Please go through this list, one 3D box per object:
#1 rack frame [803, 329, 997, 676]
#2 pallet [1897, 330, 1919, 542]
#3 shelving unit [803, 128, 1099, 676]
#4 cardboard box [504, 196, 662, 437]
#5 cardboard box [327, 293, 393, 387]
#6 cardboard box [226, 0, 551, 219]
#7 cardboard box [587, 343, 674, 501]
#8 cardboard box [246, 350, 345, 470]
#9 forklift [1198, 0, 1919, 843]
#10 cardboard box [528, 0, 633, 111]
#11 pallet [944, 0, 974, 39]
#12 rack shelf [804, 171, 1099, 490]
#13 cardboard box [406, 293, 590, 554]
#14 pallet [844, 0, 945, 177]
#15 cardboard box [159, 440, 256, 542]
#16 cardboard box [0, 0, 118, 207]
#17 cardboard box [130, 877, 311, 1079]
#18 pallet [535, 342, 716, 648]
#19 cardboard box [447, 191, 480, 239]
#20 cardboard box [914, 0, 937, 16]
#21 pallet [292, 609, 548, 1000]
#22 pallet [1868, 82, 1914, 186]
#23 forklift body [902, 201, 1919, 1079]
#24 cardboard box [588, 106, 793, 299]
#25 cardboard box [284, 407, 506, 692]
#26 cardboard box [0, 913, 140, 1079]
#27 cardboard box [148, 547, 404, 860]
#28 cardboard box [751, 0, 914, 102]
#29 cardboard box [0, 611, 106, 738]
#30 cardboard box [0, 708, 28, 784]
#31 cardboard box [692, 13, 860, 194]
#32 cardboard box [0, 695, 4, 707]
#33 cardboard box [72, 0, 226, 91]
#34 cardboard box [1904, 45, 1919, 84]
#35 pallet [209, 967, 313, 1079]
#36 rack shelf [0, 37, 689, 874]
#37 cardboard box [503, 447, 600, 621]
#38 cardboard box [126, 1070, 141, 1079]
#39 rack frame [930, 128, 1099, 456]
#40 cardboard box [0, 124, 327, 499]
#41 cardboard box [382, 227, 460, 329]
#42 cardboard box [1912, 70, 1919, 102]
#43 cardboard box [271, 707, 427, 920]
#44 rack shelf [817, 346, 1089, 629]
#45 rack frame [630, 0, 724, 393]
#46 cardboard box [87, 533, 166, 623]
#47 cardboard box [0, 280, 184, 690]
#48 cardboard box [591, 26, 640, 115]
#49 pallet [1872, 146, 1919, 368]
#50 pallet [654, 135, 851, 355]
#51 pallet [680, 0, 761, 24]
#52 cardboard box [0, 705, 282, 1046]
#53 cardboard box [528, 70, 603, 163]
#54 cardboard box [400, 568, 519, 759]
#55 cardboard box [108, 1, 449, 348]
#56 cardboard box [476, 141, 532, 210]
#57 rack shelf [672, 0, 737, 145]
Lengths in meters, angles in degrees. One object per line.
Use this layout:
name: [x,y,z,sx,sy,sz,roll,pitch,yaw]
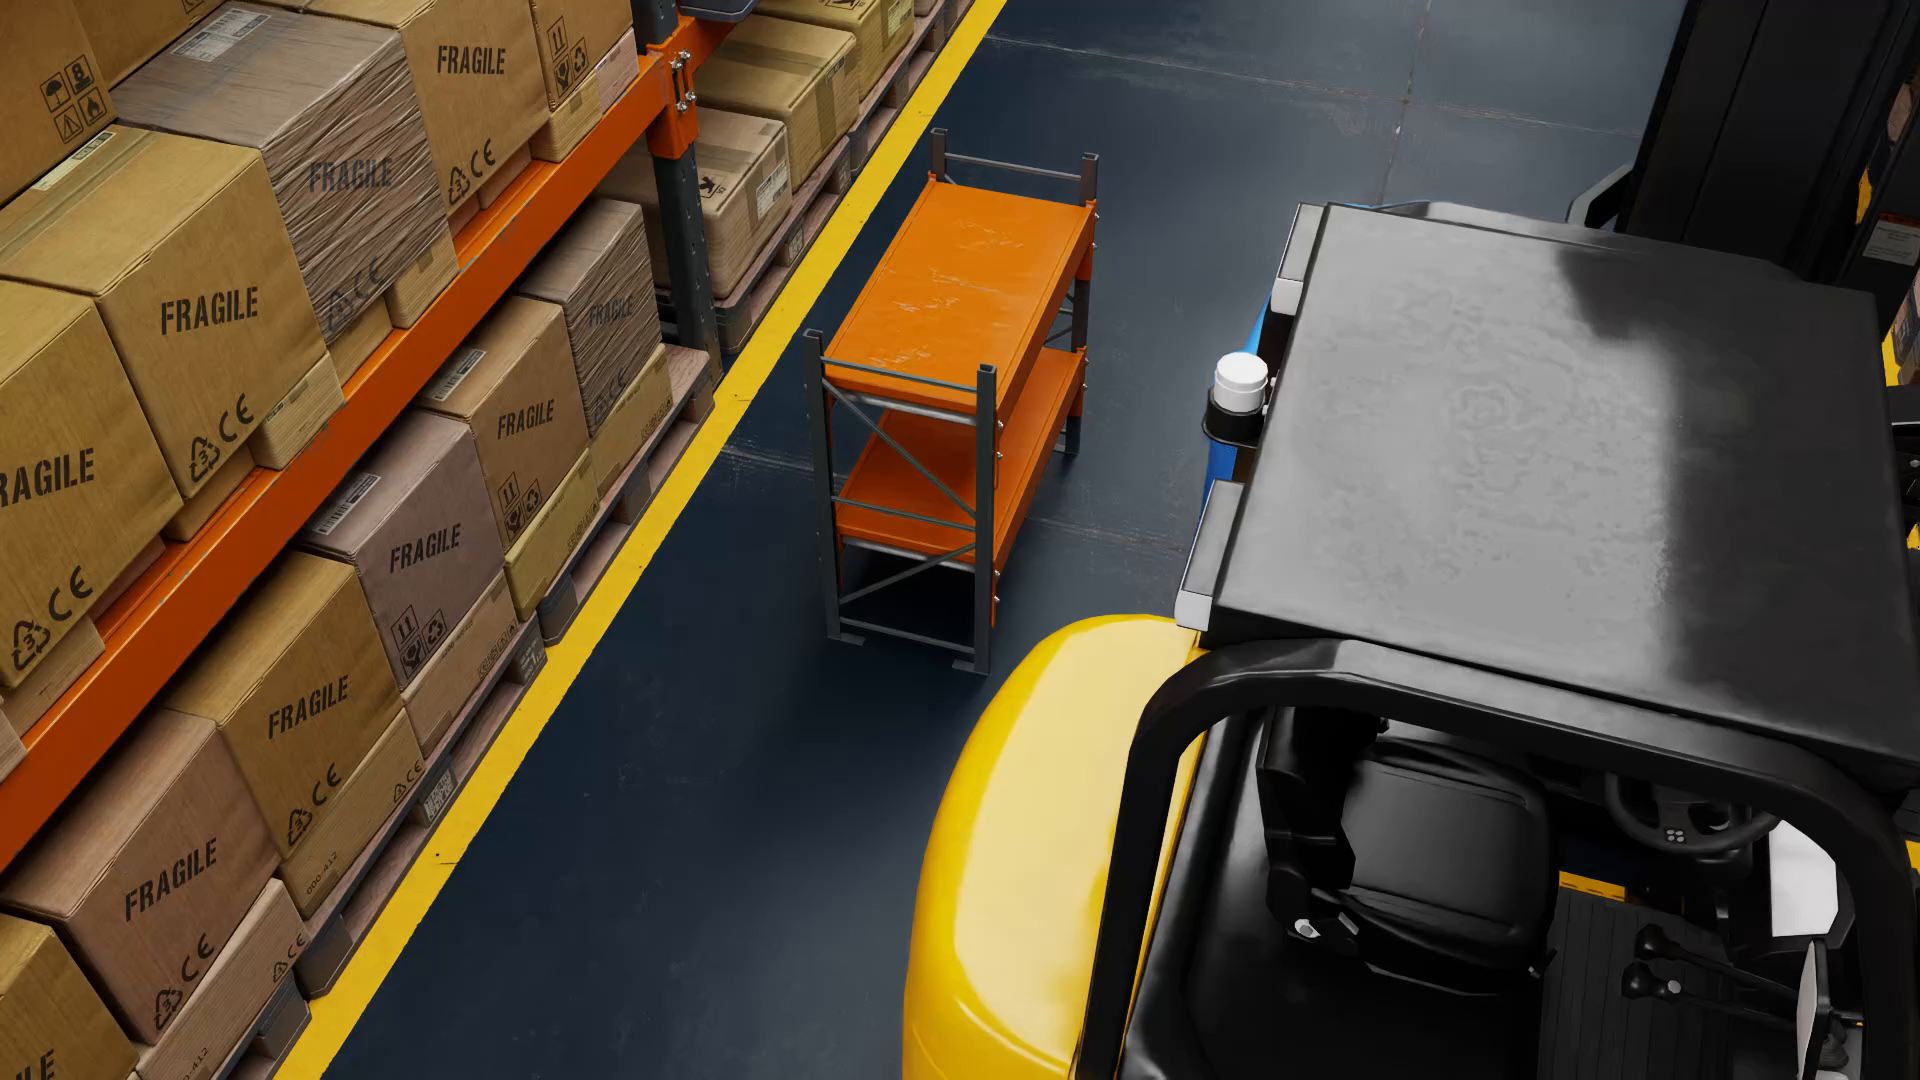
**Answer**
rack frame: [-0.152,-0.068,4.515,0.500,1.125,0.032,13,46,13]
pallet: [3.595,-0.164,5.266,1.003,0.211,1.213,13,46,13]
shelving unit: [0.002,-0.407,4.861,0.538,1.125,1.048,13,46,13]
cardboard box: [-1.246,-0.694,4.944,0.500,0.500,0.500,12,46,12]
cardboard box: [-1.540,-0.499,3.795,0.380,0.149,0.250,12,46,12]
cardboard box: [-1.370,-1.158,4.005,0.500,0.500,0.500,14,46,14]
cardboard box: [-1.246,-0.426,5.206,0.500,0.250,0.500,14,46,14]
cardboard box: [-1.584,-0.320,3.612,0.380,0.149,0.250,13,46,13]
forklift: [2.182,-0.512,3.678,3.031,2.935,1.130,16,47,16]
cardboard box: [-1.220,-1.503,4.357,0.500,0.500,0.500,11,46,11]
pallet: [-0.350,-2.859,8.021,1.003,0.211,1.213,13,46,13]
rack shelf: [0.002,-0.616,4.656,0.538,0.278,1.000,13,46,13]
cardboard box: [-1.399,-0.355,4.597,0.500,0.500,0.500,13,46,13]
pallet: [-0.721,-2.048,7.192,1.003,0.211,1.213,13,46,13]
cardboard box: [-1.716,-0.165,3.453,0.380,0.149,0.250,11,46,11]
cardboard box: [-2.087,-0.930,3.057,0.700,0.500,0.500,12,46,12]
cardboard box: [-1.865,0.971,3.778,0.500,0.250,0.500,14,46,14]
pallet: [-1.492,-0.258,5.363,1.003,0.211,1.213,13,46,13]
cardboard box: [-1.441,-0.853,4.157,0.380,0.149,0.250,12,46,12]
cardboard box: [-0.508,-2.719,7.462,0.950,0.372,0.625,12,46,12]
pallet: [-1.860,0.558,4.529,1.003,0.211,1.213,13,46,13]
pallet: [4.334,-1.790,6.928,1.003,0.211,1.213,13,46,13]
forklift body: [1.033,0.658,3.039,2.313,2.155,1.214,13,46,13]
cardboard box: [-1.166,-1.271,5.983,0.950,0.372,0.625,13,46,13]
cardboard box: [-1.552,-0.014,4.249,0.500,0.500,0.500,15,46,15]
cardboard box: [-2.020,1.026,3.186,0.500,0.500,0.500,11,45,11]
cardboard box: [-1.706,0.344,3.883,0.500,0.500,0.500,13,46,13]
cardboard box: [-0.743,-2.215,6.947,0.950,0.372,0.625,14,46,14]
cardboard box: [-1.846,0.194,3.087,0.380,0.149,0.250,14,46,14]
cardboard box: [-1.893,0.373,2.903,0.380,0.149,0.250,13,46,13]
cardboard box: [-0.952,-1.751,6.473,0.950,0.372,0.625,15,46,15]
cardboard box: [-1.973,0.211,2.605,0.500,0.500,0.500,14,46,14]
cardboard box: [-2.016,-1.297,3.432,0.700,0.500,0.500,12,46,12]
cardboard box: [4.418,-2.216,6.767,0.875,0.625,0.625,14,46,14]
pallet: [-2.231,1.368,3.701,1.003,0.211,1.213,13,46,13]
rack shelf: [-1.928,-0.120,3.742,1.077,0.370,4.000,13,46,13]
cardboard box: [-1.397,-0.069,4.842,0.500,0.250,0.500,11,46,11]
cardboard box: [-2.026,1.310,3.432,0.500,0.250,0.500,12,46,12]
rack frame: [0.156,-0.745,5.207,0.500,1.125,0.032,13,46,13]
cardboard box: [-1.673,-0.469,3.300,0.500,0.500,0.500,12,46,12]
cardboard box: [-1.434,-0.663,3.963,0.380,0.149,0.250,12,46,12]
cardboard box: [4.228,-1.778,6.320,0.875,0.625,0.625,14,46,14]
cardboard box: [-1.711,0.605,4.153,0.500,0.250,0.500,15,46,15]
rack shelf: [0.002,-0.232,5.032,0.538,0.278,1.000,13,46,13]
rack frame: [-1.323,-1.710,4.853,1.000,3.000,0.127,13,46,13]
cardboard box: [-1.824,0.005,3.280,0.380,0.149,0.250,14,46,14]
cardboard box: [-1.819,-0.128,2.952,0.500,0.500,0.500,12,46,12]
cardboard box: [-1.130,-1.341,4.655,0.380,0.149,0.250,12,46,12]
pallet: [3.963,-0.979,6.100,1.003,0.211,1.213,13,46,13]
pallet: [-1.088,-1.232,6.358,1.003,0.211,1.213,13,46,13]
pallet: [-0.953,-2.120,5.409,1.003,0.211,1.213,13,46,13]
cardboard box: [-1.865,0.677,3.543,0.500,0.500,0.500,11,45,11]
cardboard box: [-1.199,-1.173,4.484,0.380,0.149,0.250,13,46,13]
cardboard box: [-1.556,0.269,4.496,0.500,0.250,0.500,13,46,13]
cardboard box: [-1.522,-0.812,3.651,0.500,0.500,0.500,14,46,14]
cardboard box: [-1.352,-1.016,4.323,0.380,0.149,0.250,13,46,13]
rack shelf: [-0.717,-2.786,6.466,1.077,0.370,4.000,13,46,13]
